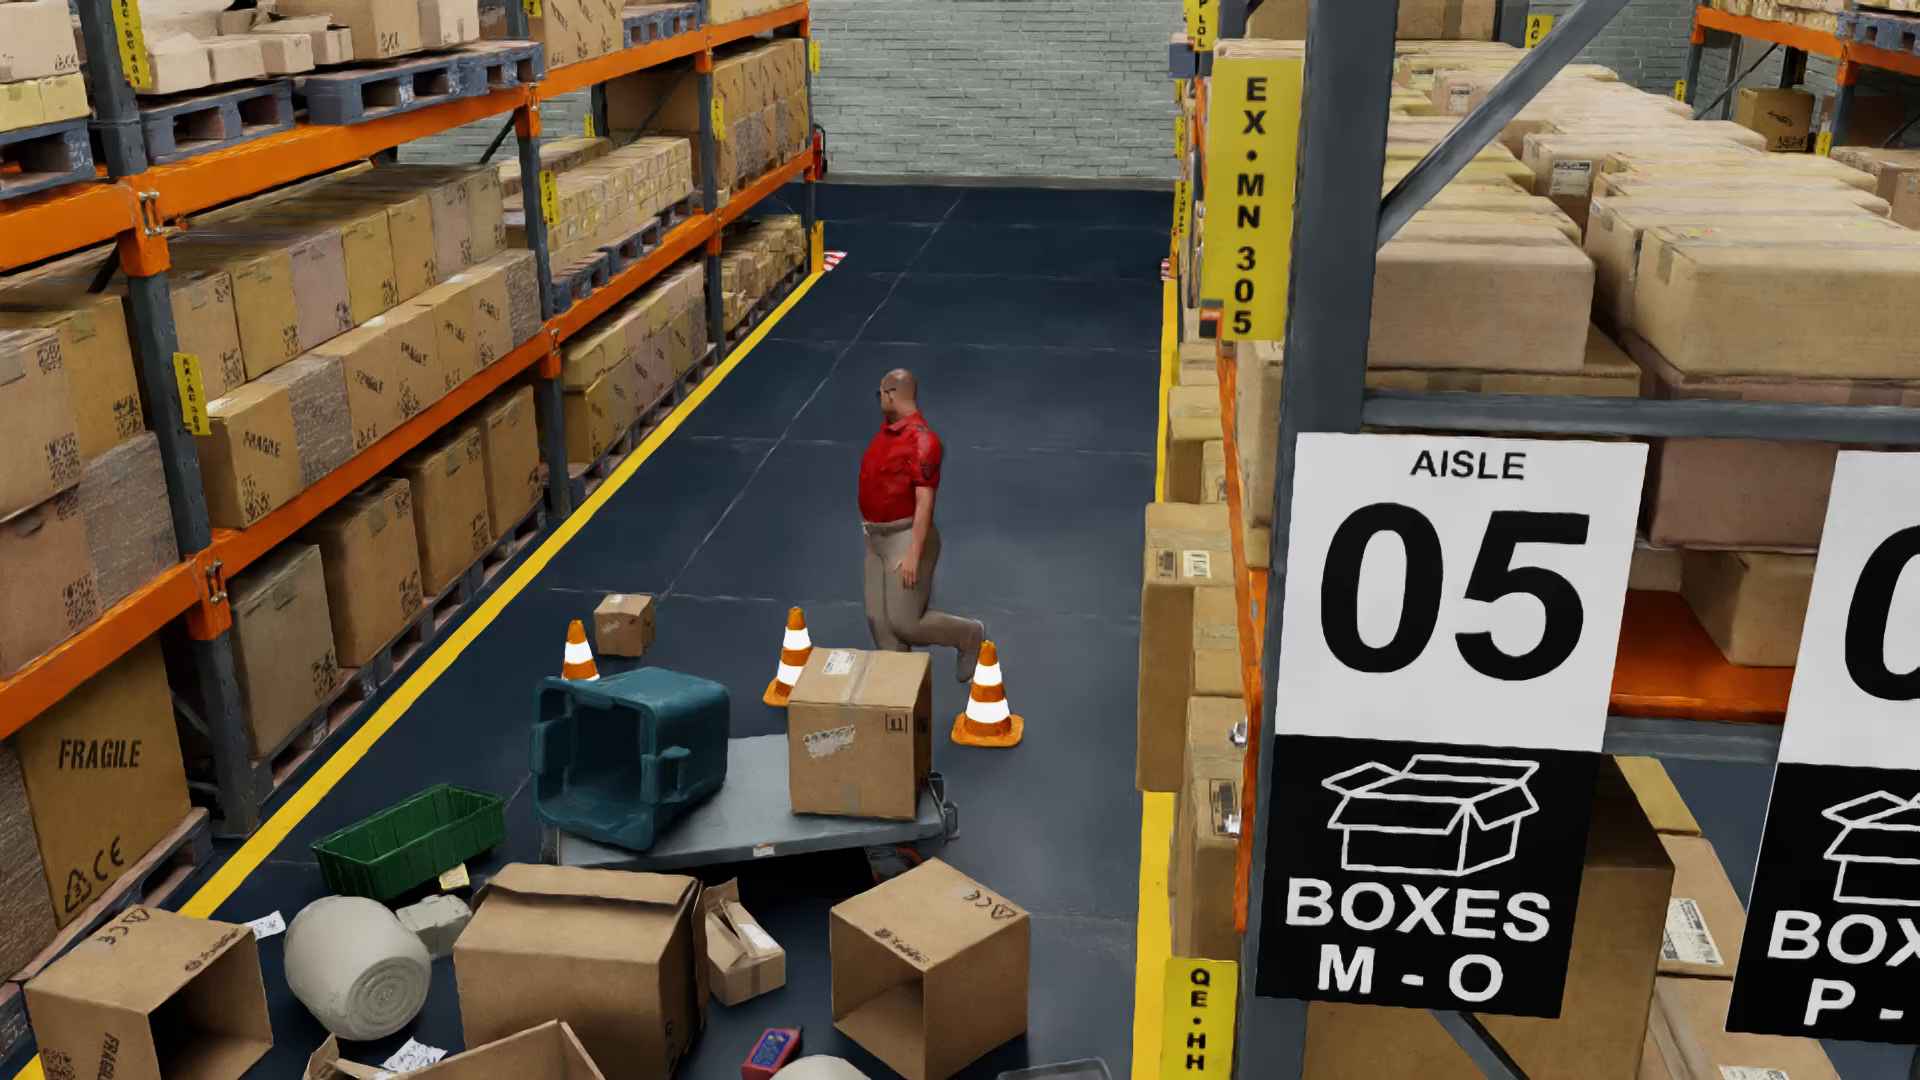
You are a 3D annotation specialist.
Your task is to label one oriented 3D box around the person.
[{"bbox_3d":[-0.269,0.010,8.116,0.703,1.687,0.605,-12,24,-29],"label":"person"}]
